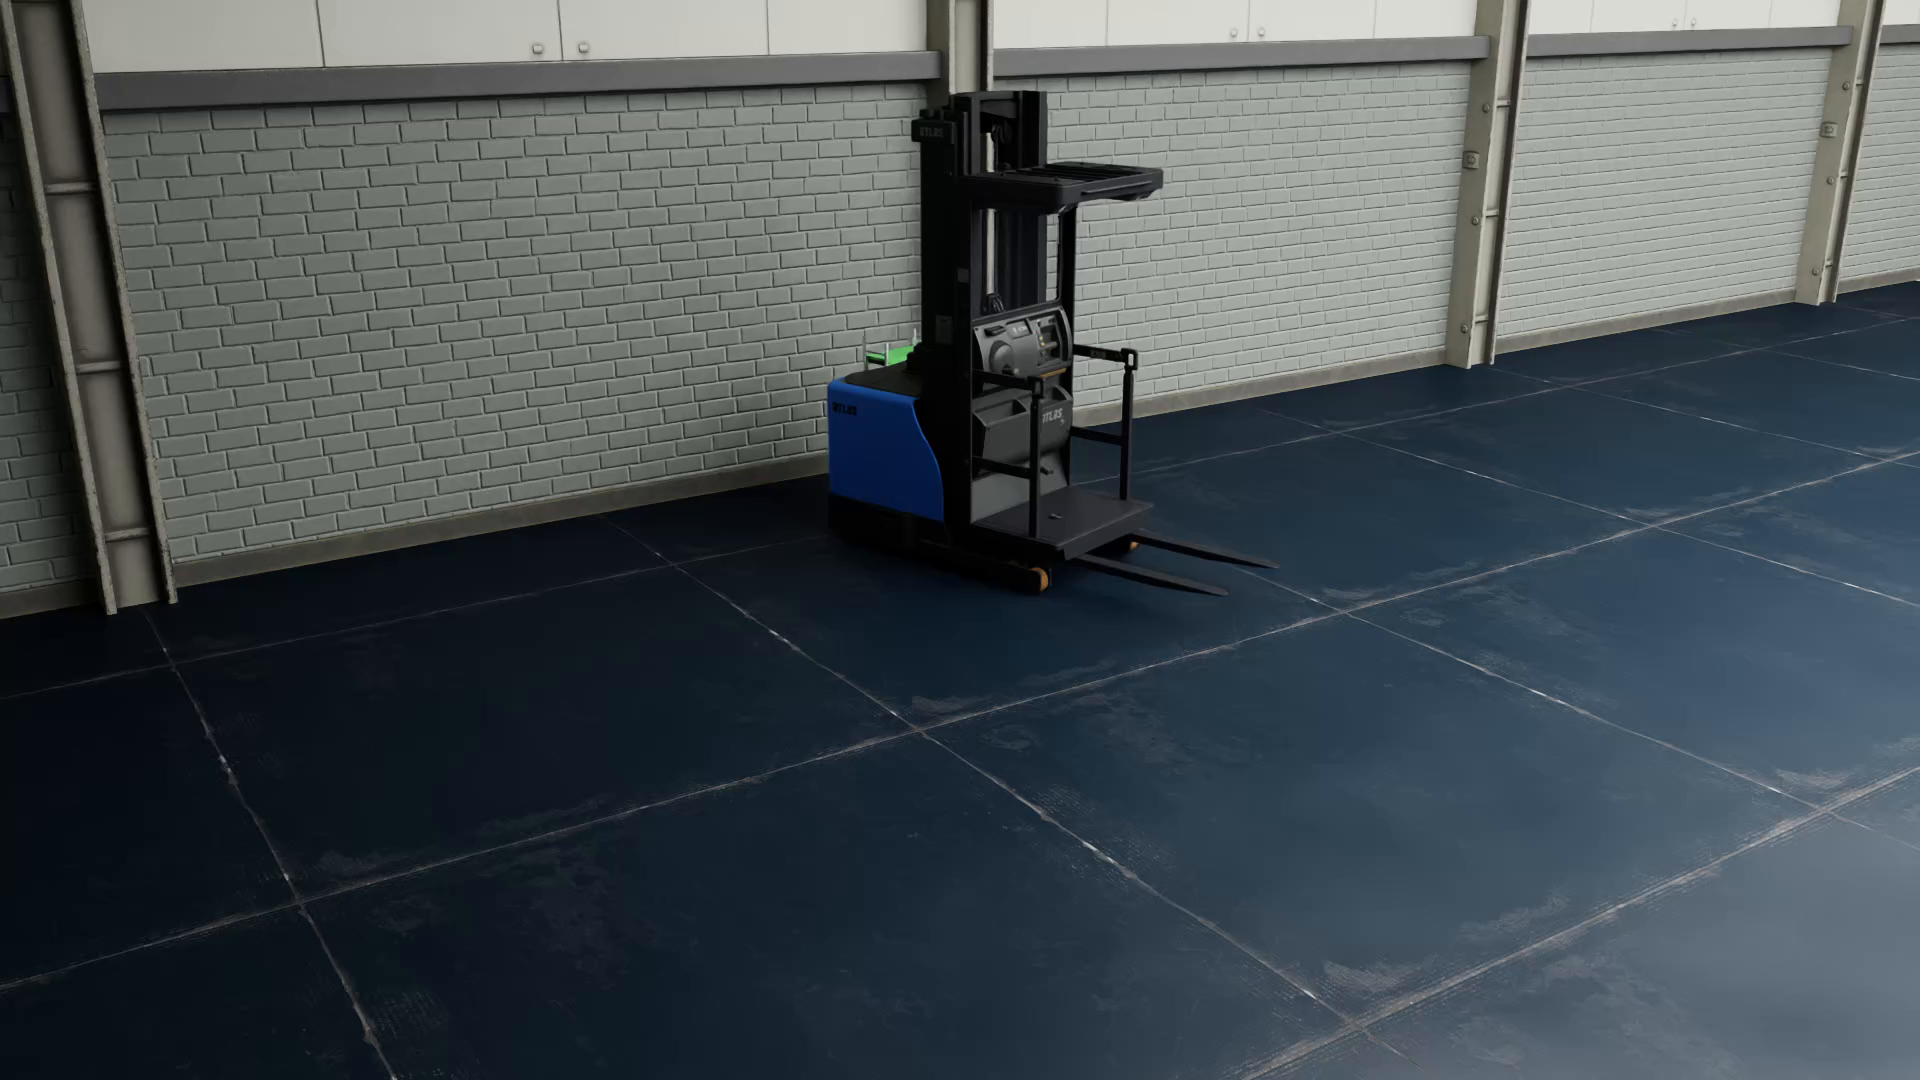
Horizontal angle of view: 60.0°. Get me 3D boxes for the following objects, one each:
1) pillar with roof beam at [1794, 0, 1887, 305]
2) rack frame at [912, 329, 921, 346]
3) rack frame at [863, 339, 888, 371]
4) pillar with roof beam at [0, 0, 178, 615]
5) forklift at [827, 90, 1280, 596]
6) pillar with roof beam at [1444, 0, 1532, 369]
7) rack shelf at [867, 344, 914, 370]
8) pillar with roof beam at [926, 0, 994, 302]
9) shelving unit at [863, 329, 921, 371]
[{"bbox_3d":[12.390,-5.910,14.675,0.400,9.000,9.100,-12,22,-31],"label":"pillar with roof beam"},{"bbox_3d":[-0.254,-0.932,12.127,0.240,1.200,0.015,17,25,41],"label":"rack frame"},{"bbox_3d":[-0.590,-0.819,11.791,0.240,1.200,0.015,17,25,41],"label":"rack frame"},{"bbox_3d":[-2.643,-2.739,5.297,0.400,9.000,9.100,-12,22,-31],"label":"pillar with roof beam"},{"bbox_3d":[0.561,-1.246,10.353,3.031,2.935,1.130,15,24,37],"label":"forklift"},{"bbox_3d":[7.379,-4.853,11.549,0.400,9.000,9.100,-12,22,-31],"label":"pillar with roof beam"},{"bbox_3d":[-0.423,-1.270,11.826,0.258,0.148,0.480,17,25,41],"label":"rack shelf"},{"bbox_3d":[2.368,-3.796,8.423,0.400,9.000,9.100,-12,22,-31],"label":"pillar with roof beam"},{"bbox_3d":[-0.422,-0.875,11.959,0.258,1.200,0.503,17,25,41],"label":"shelving unit"}]
